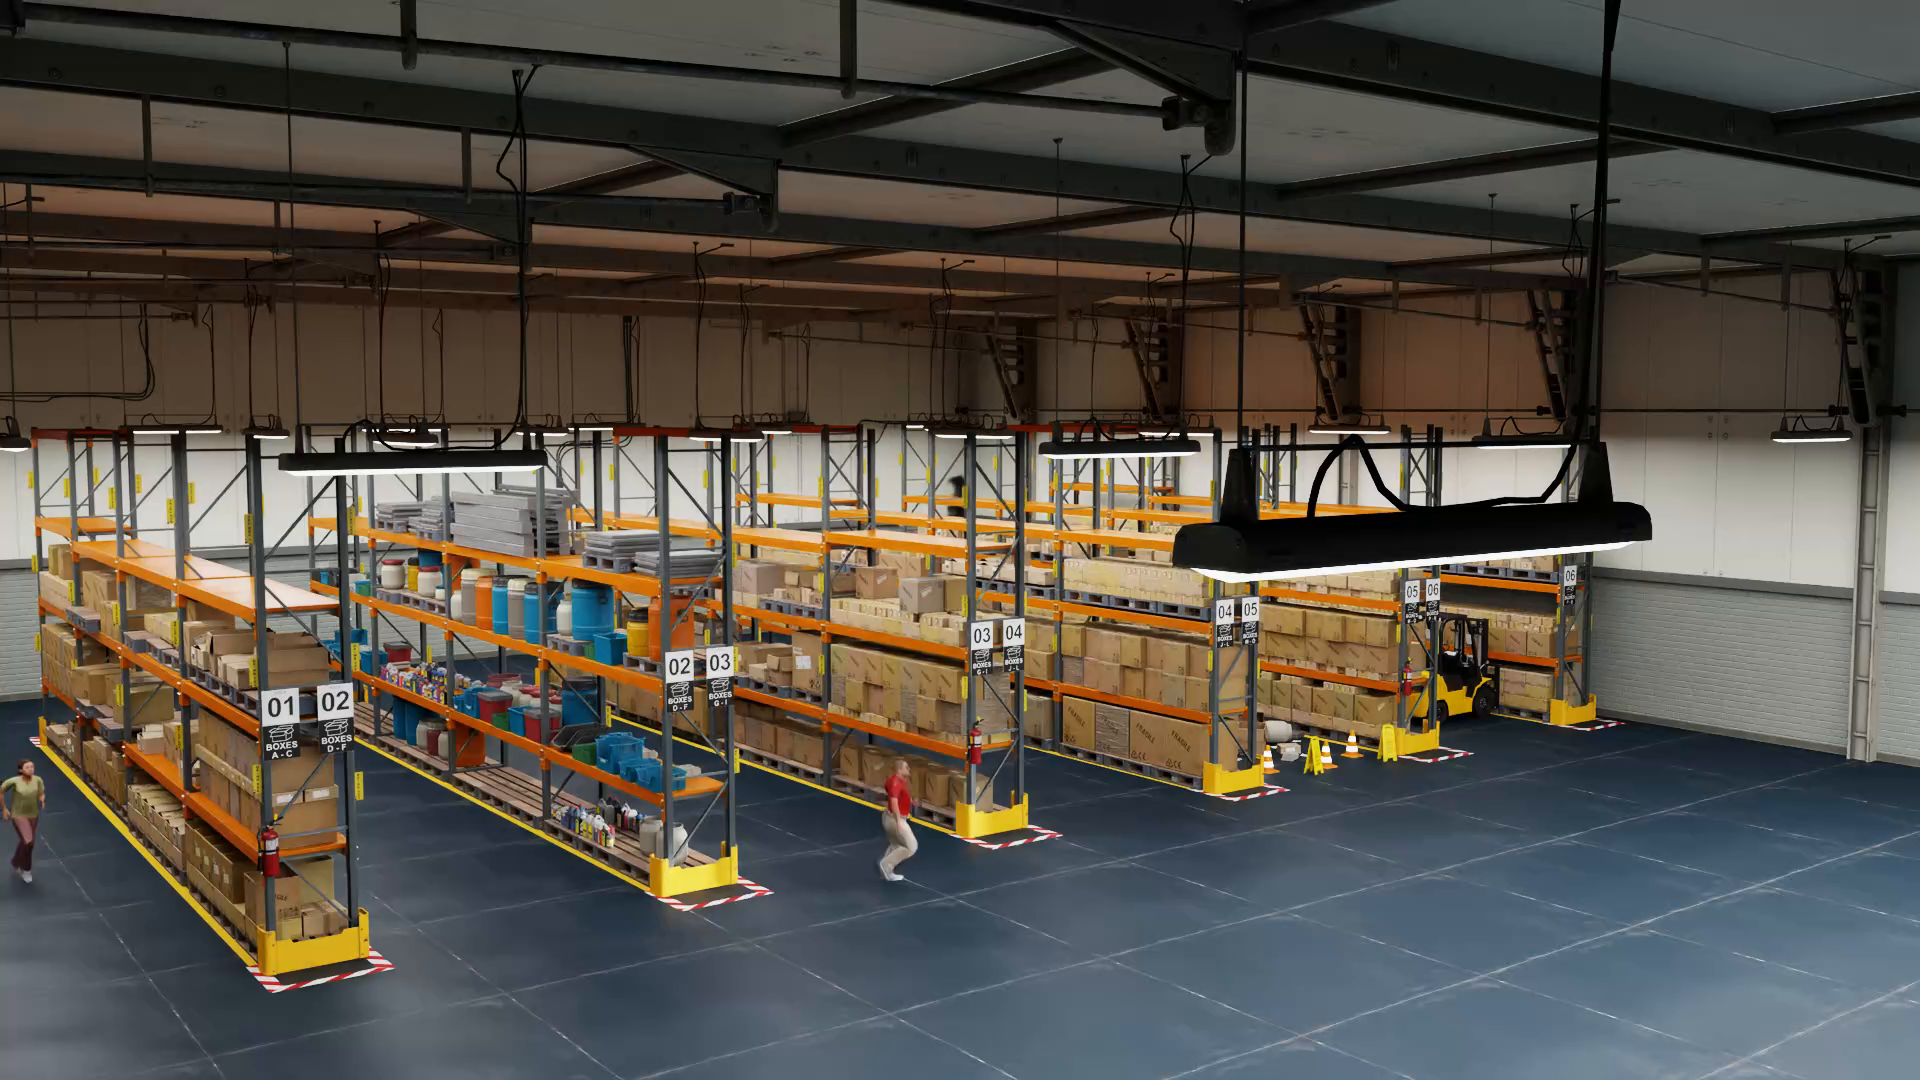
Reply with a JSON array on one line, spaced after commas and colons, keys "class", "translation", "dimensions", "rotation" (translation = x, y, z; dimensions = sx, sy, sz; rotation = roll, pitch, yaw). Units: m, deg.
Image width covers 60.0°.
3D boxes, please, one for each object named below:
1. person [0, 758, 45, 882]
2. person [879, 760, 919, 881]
[{"class": "person", "translation": [-12.618, 3.758, 22.411], "dimensions": [0.784, 1.675, 0.526], "rotation": [3, 5, 33]}, {"class": "person", "translation": [-0.785, 3.754, 22.128], "dimensions": [0.585, 1.685, 0.791], "rotation": [-1, 5, -12]}]
